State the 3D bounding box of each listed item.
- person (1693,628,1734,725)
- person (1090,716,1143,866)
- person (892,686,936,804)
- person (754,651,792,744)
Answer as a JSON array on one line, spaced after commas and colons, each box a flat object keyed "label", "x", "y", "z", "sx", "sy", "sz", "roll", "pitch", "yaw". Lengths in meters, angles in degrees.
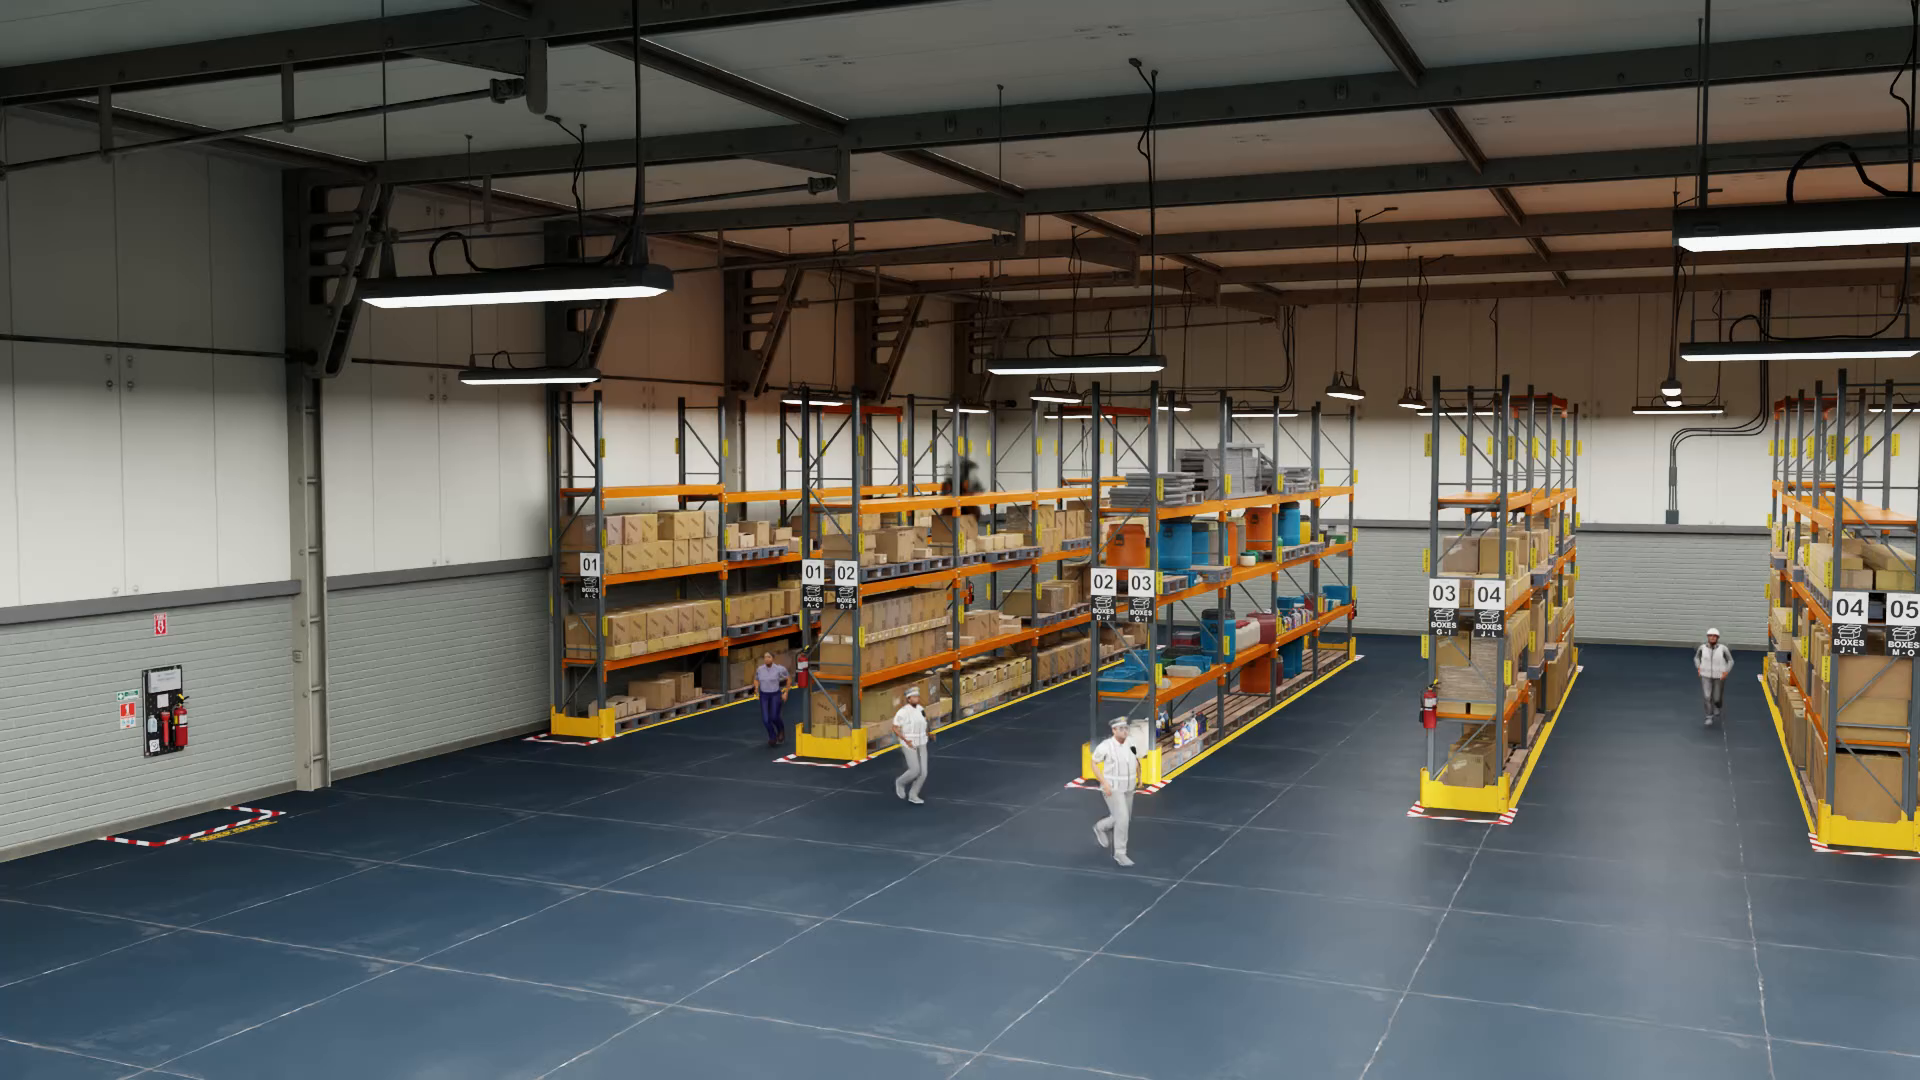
[{"label": "person", "x": 13.709, "y": 2.469, "z": 30.272, "sx": 0.681, "sy": 1.744, "sz": 0.713, "roll": 2, "pitch": 4, "yaw": 28}, {"label": "person", "x": 1.877, "y": 3.013, "z": 20.226, "sx": 0.665, "sy": 1.808, "sz": 0.813, "roll": -2, "pitch": 4, "yaw": -35}, {"label": "person", "x": -0.634, "y": 2.883, "z": 23.390, "sx": 0.572, "sy": 1.646, "sz": 0.575, "roll": -3, "pitch": 4, "yaw": -41}, {"label": "person", "x": -3.181, "y": 2.653, "z": 27.913, "sx": 0.634, "sy": 1.587, "sz": 0.576, "roll": 1, "pitch": 3, "yaw": 15}]
